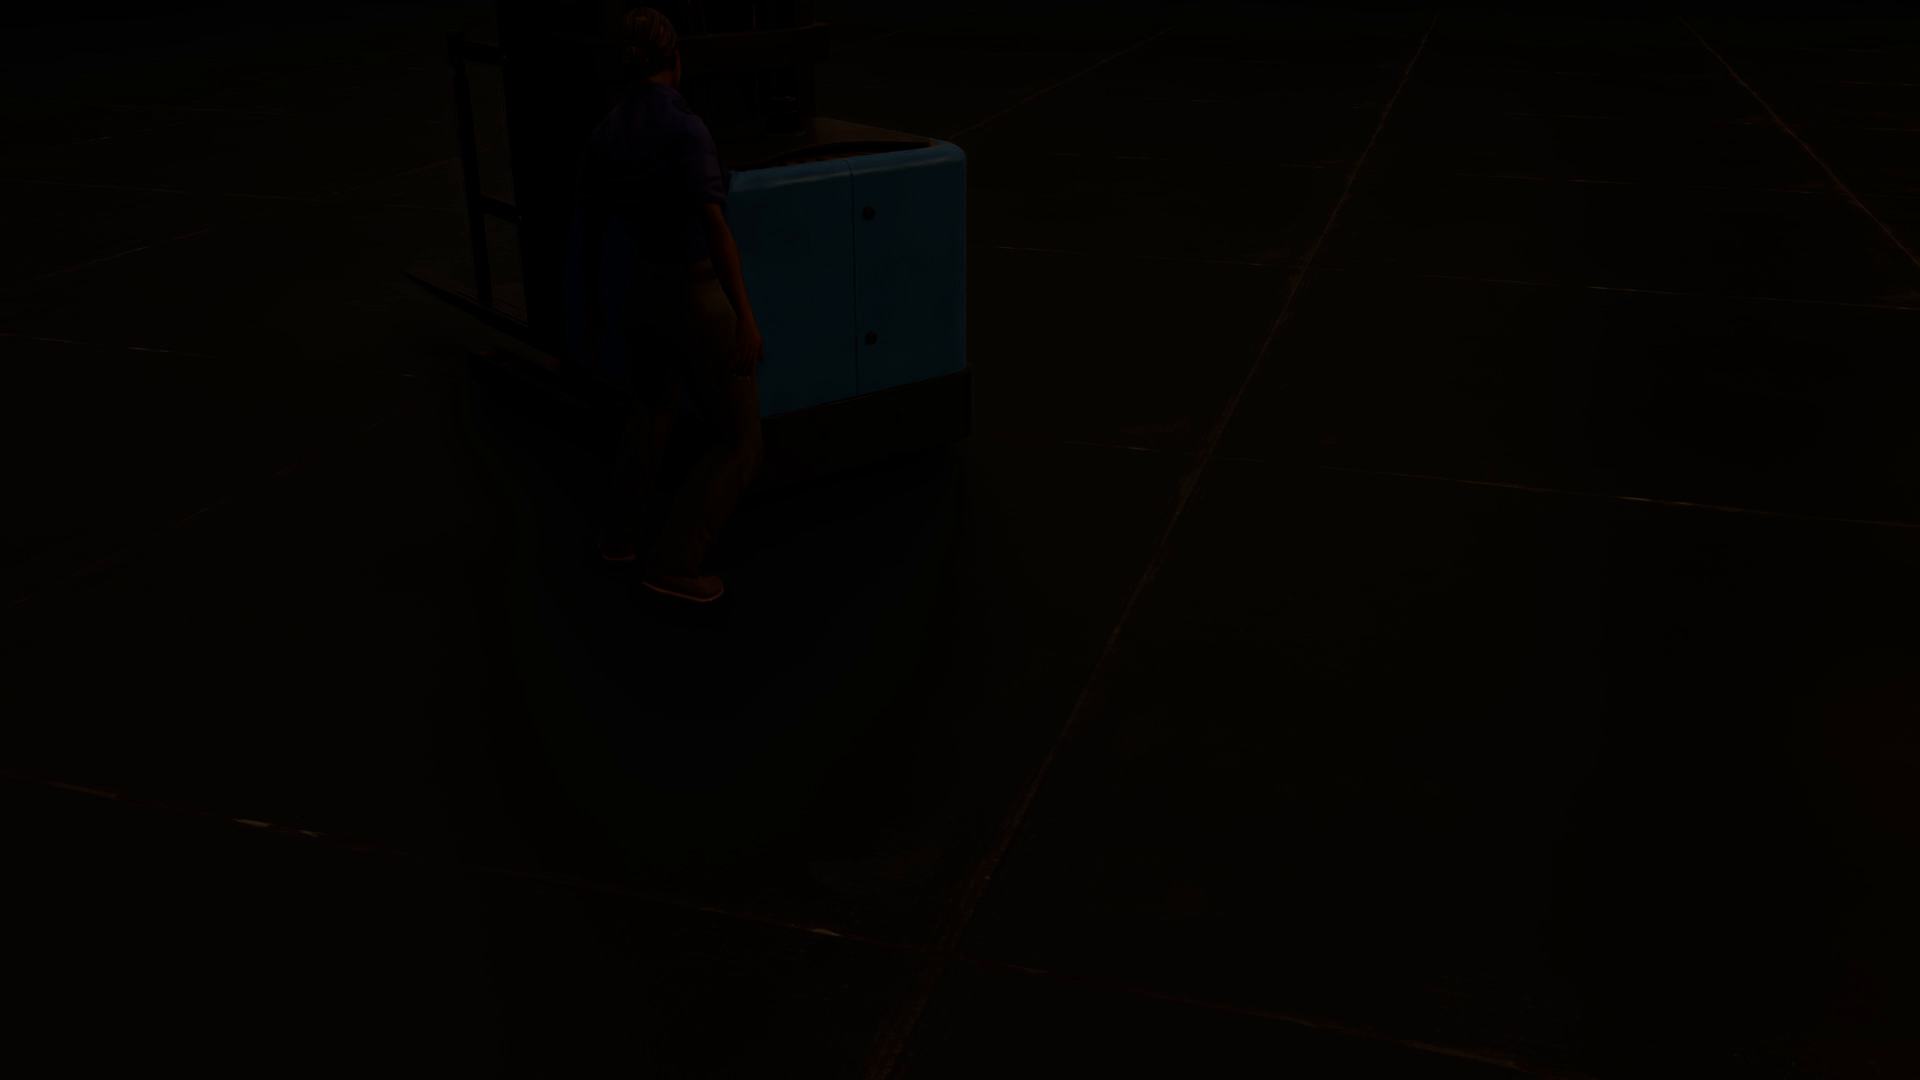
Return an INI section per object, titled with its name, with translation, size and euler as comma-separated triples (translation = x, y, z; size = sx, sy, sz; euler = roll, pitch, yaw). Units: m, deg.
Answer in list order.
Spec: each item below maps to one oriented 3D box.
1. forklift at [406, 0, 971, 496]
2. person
[forklift]
translation = -1.277, -1.984, 6.084
size = 1.130, 2.935, 3.031
euler = -17, 28, -35
[person]
translation = -0.819, -0.612, 4.555
size = 0.818, 1.599, 0.472
euler = 19, 29, 38
